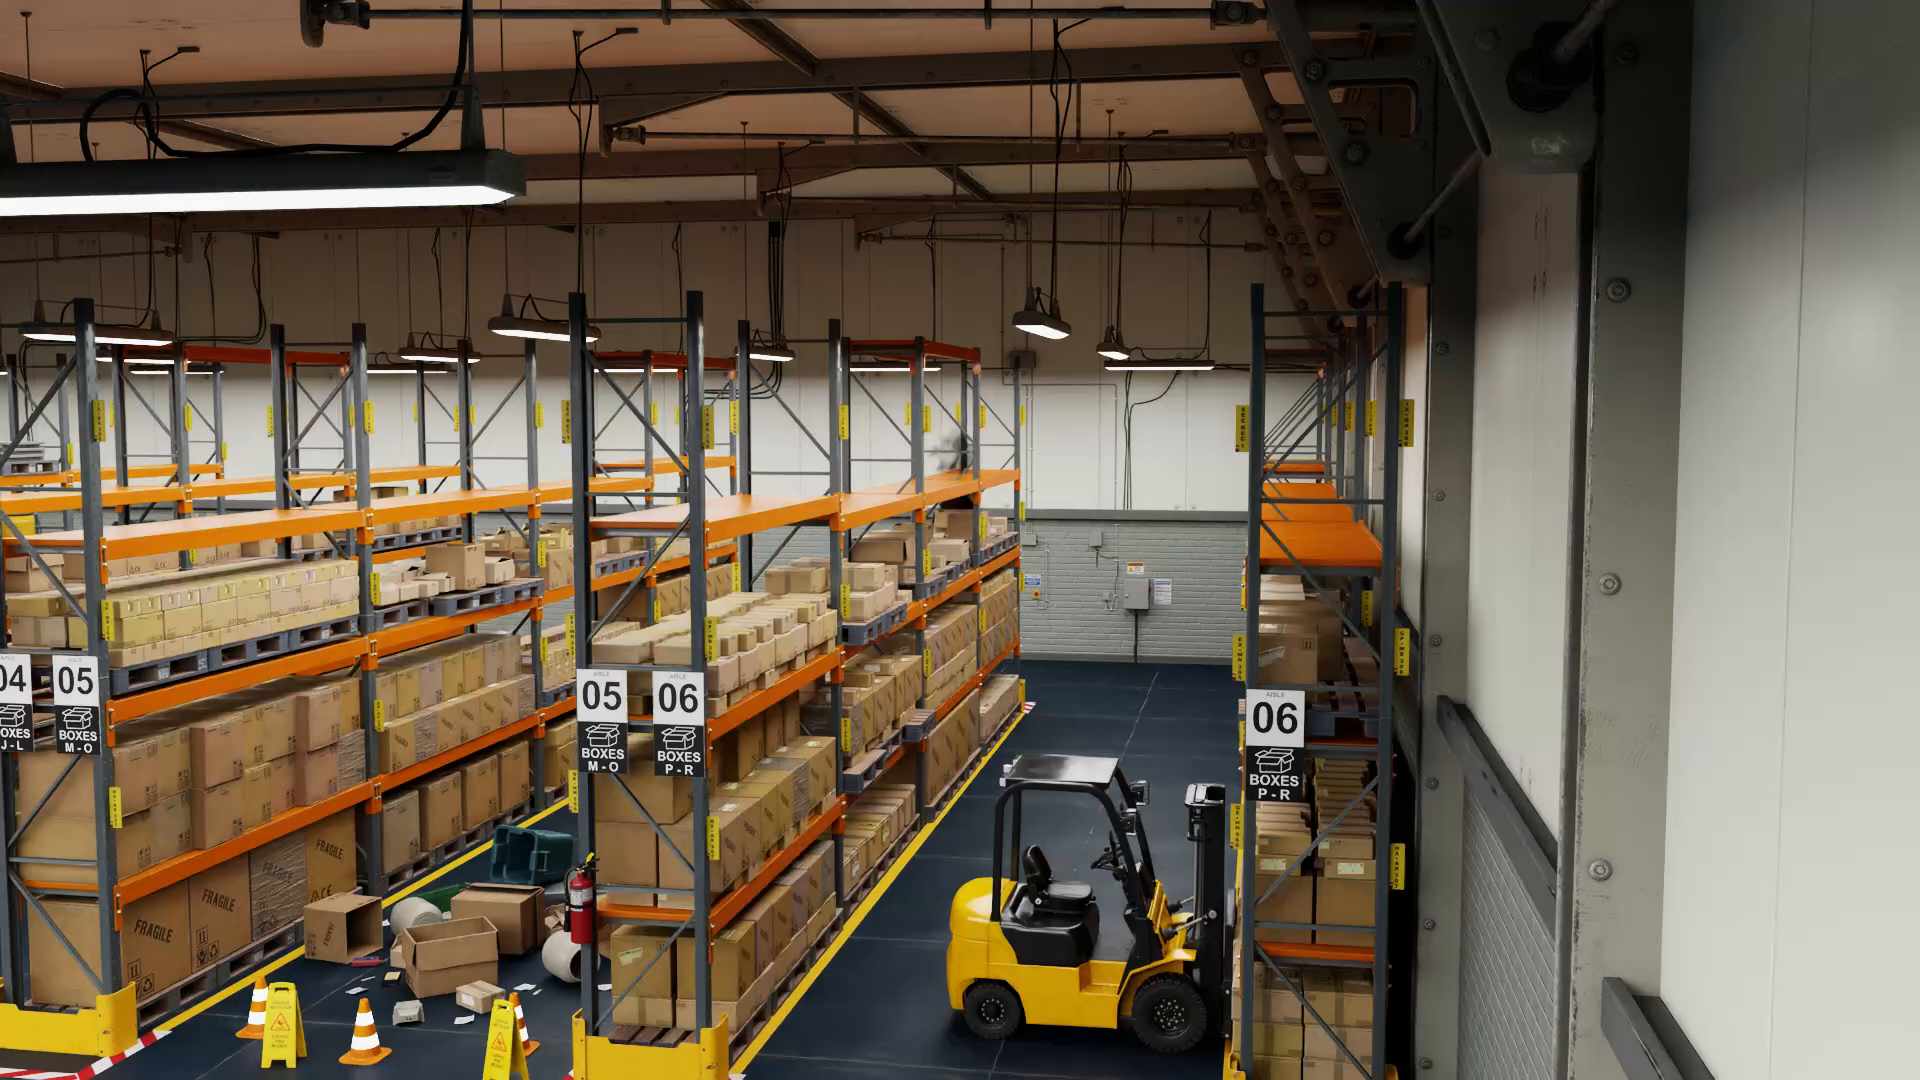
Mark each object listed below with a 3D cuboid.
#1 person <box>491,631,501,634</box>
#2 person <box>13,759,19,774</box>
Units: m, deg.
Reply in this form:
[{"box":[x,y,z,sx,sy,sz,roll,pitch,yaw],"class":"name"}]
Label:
[{"box":[-6.940,2.251,25.142,0.698,1.765,0.858,2,5,18],"class":"person"},{"box":[-12.553,2.511,22.282,0.656,1.743,0.603,0,5,0],"class":"person"}]
